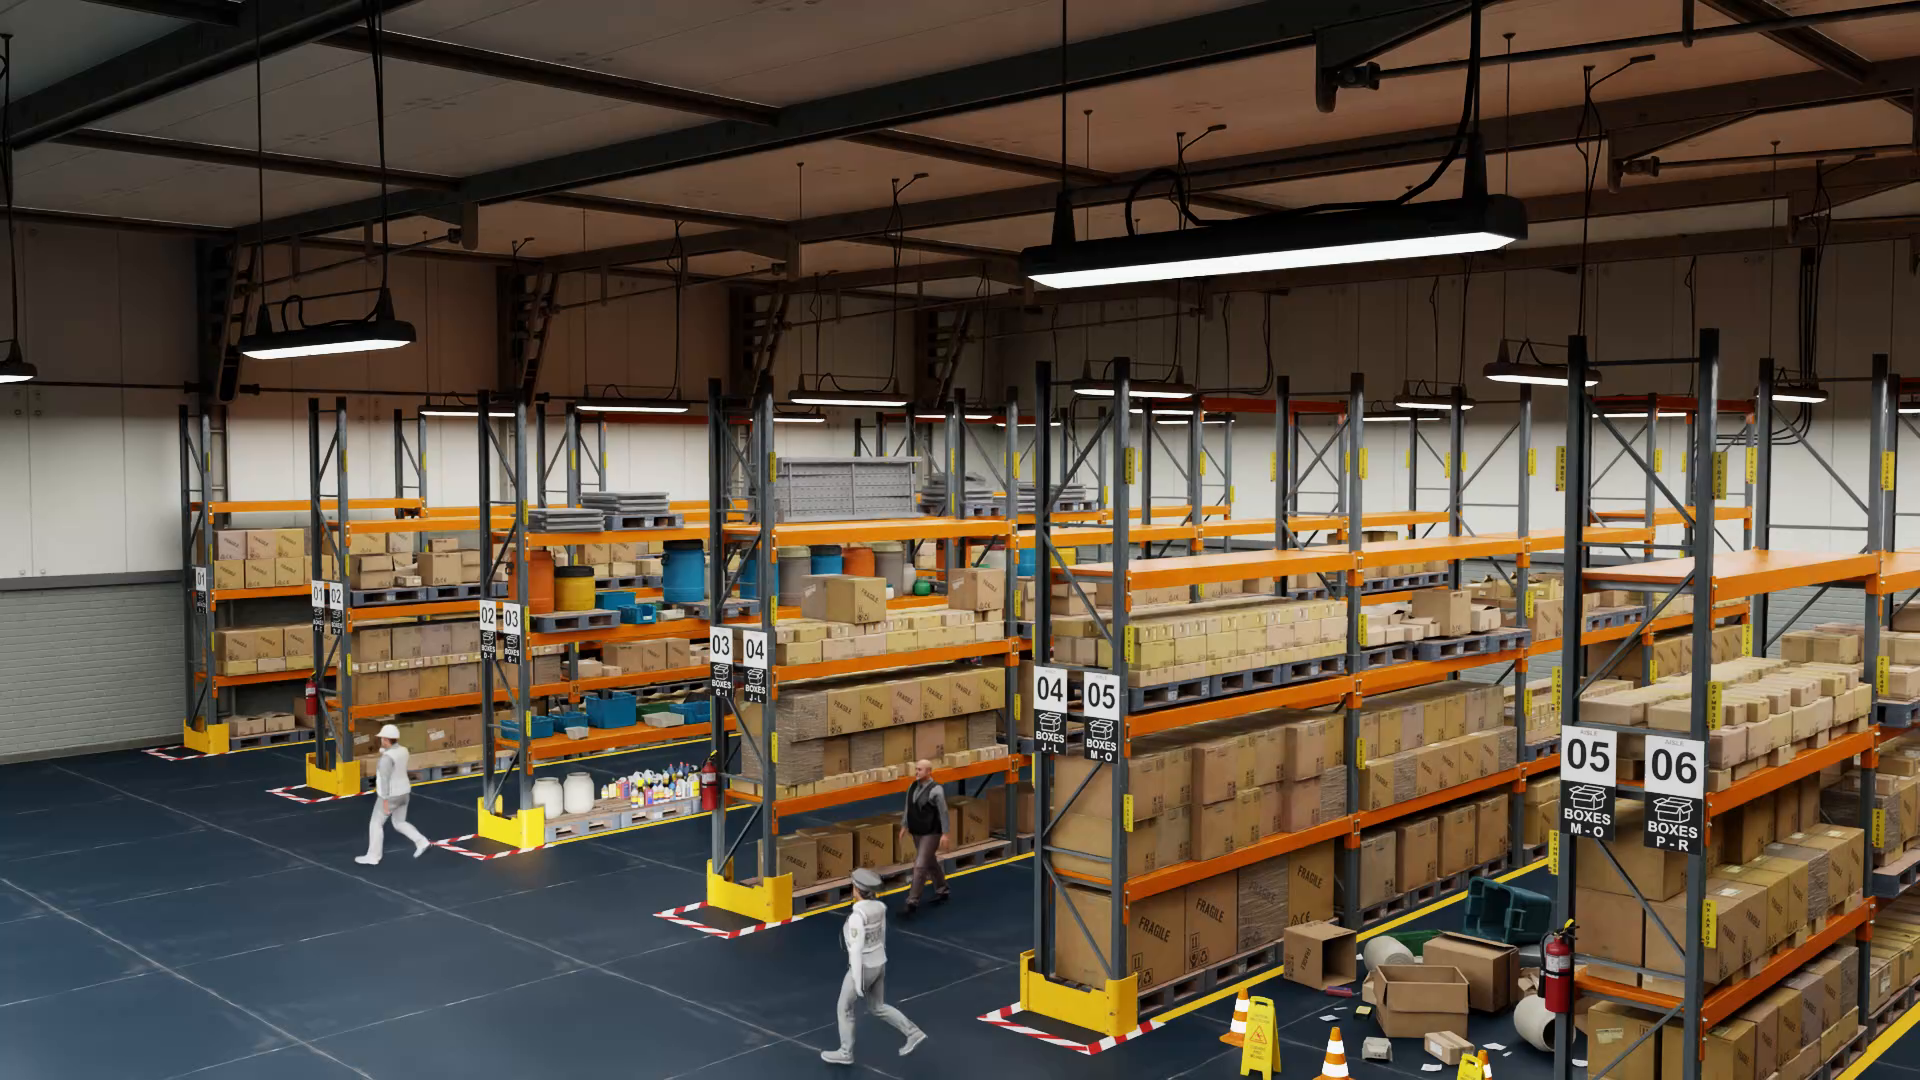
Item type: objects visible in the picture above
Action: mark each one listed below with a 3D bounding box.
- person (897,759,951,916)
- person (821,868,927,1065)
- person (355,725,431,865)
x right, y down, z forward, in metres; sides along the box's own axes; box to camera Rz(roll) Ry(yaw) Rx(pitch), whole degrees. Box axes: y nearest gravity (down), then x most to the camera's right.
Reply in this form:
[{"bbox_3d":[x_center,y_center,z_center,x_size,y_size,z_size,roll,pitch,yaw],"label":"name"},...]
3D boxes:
[{"bbox_3d":[-0.451,3.310,18.713,0.960,1.675,0.569,-3,4,-40],"label":"person"},{"bbox_3d":[-0.739,3.587,13.943,0.887,1.647,0.477,1,3,15],"label":"person"},{"bbox_3d":[-7.112,3.187,20.868,0.906,1.749,0.568,1,3,13],"label":"person"}]
